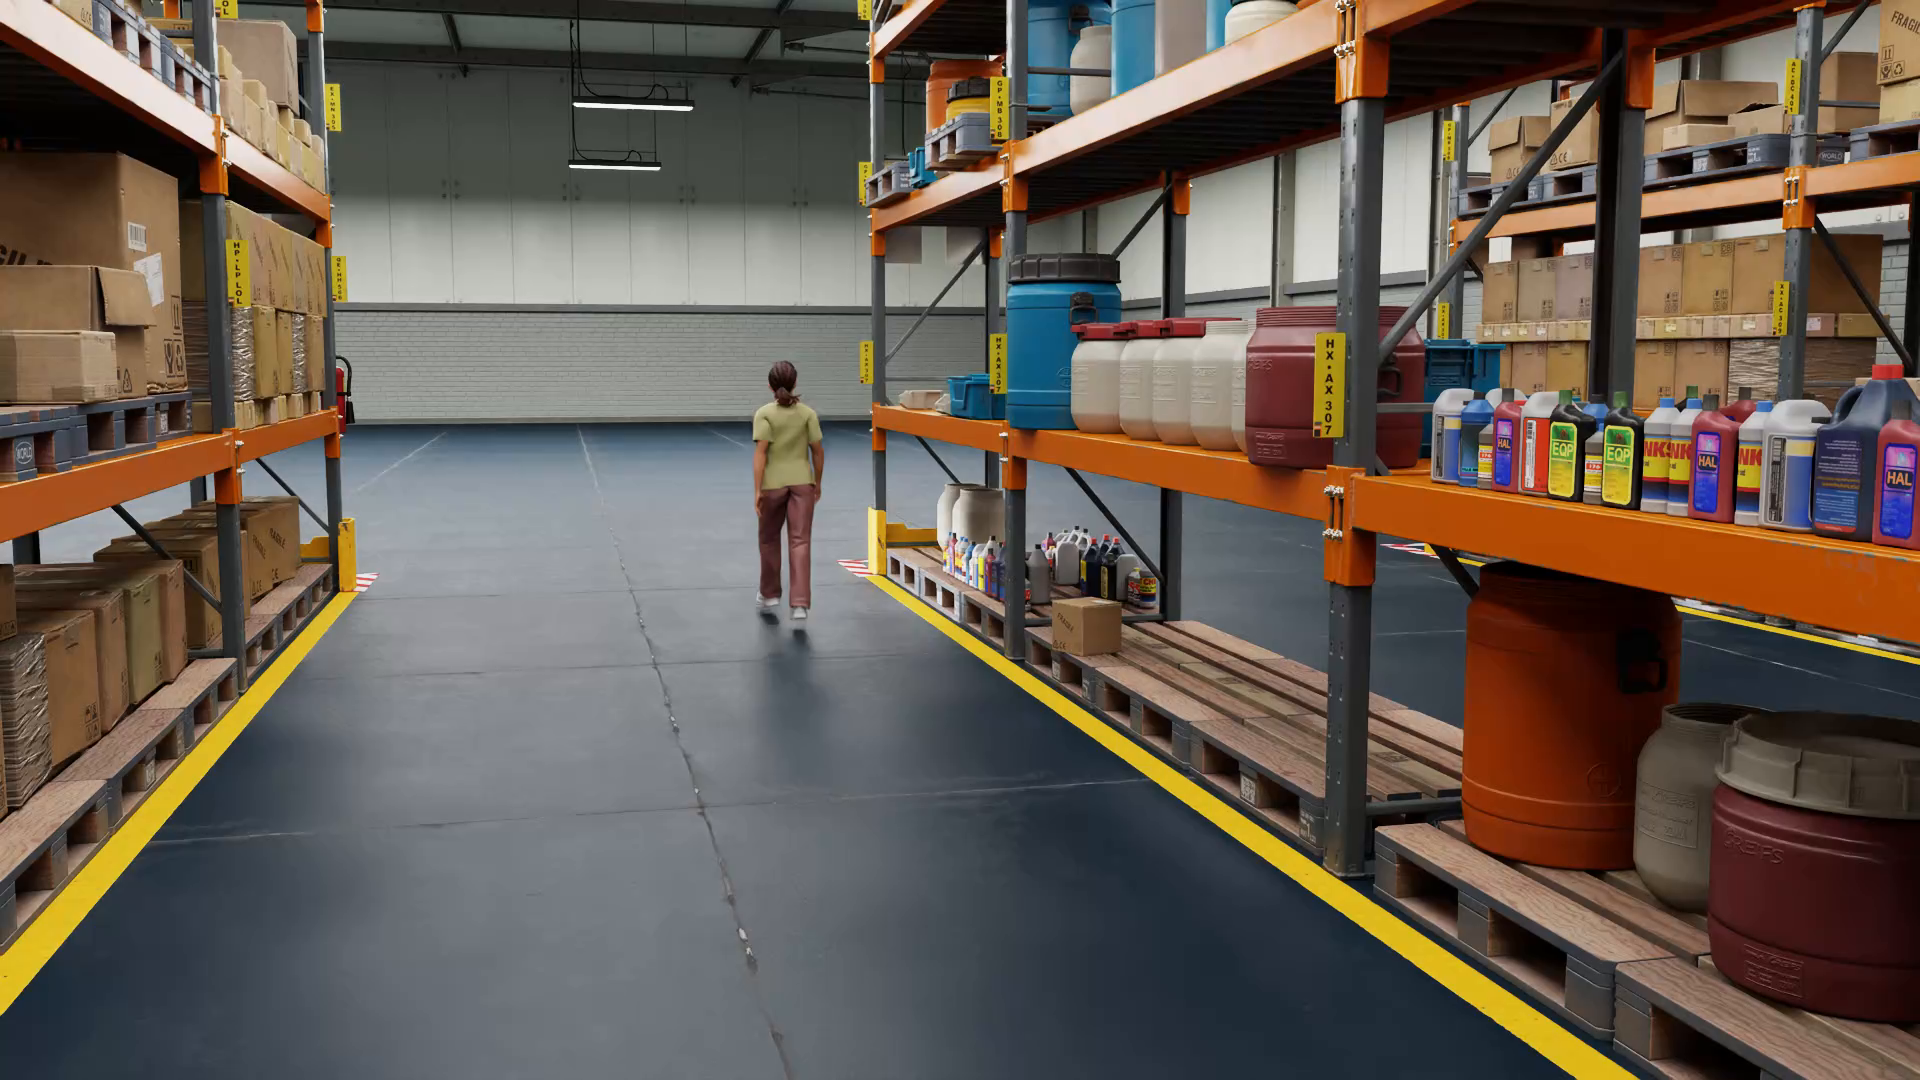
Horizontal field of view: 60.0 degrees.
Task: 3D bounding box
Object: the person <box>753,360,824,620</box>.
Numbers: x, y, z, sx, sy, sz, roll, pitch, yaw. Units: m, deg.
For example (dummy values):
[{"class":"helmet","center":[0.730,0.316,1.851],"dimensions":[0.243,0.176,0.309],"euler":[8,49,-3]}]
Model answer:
[{"class":"person","center":[-1.099,-0.334,10.597],"dimensions":[0.459,1.611,1.028],"euler":[-1,6,-10]}]
